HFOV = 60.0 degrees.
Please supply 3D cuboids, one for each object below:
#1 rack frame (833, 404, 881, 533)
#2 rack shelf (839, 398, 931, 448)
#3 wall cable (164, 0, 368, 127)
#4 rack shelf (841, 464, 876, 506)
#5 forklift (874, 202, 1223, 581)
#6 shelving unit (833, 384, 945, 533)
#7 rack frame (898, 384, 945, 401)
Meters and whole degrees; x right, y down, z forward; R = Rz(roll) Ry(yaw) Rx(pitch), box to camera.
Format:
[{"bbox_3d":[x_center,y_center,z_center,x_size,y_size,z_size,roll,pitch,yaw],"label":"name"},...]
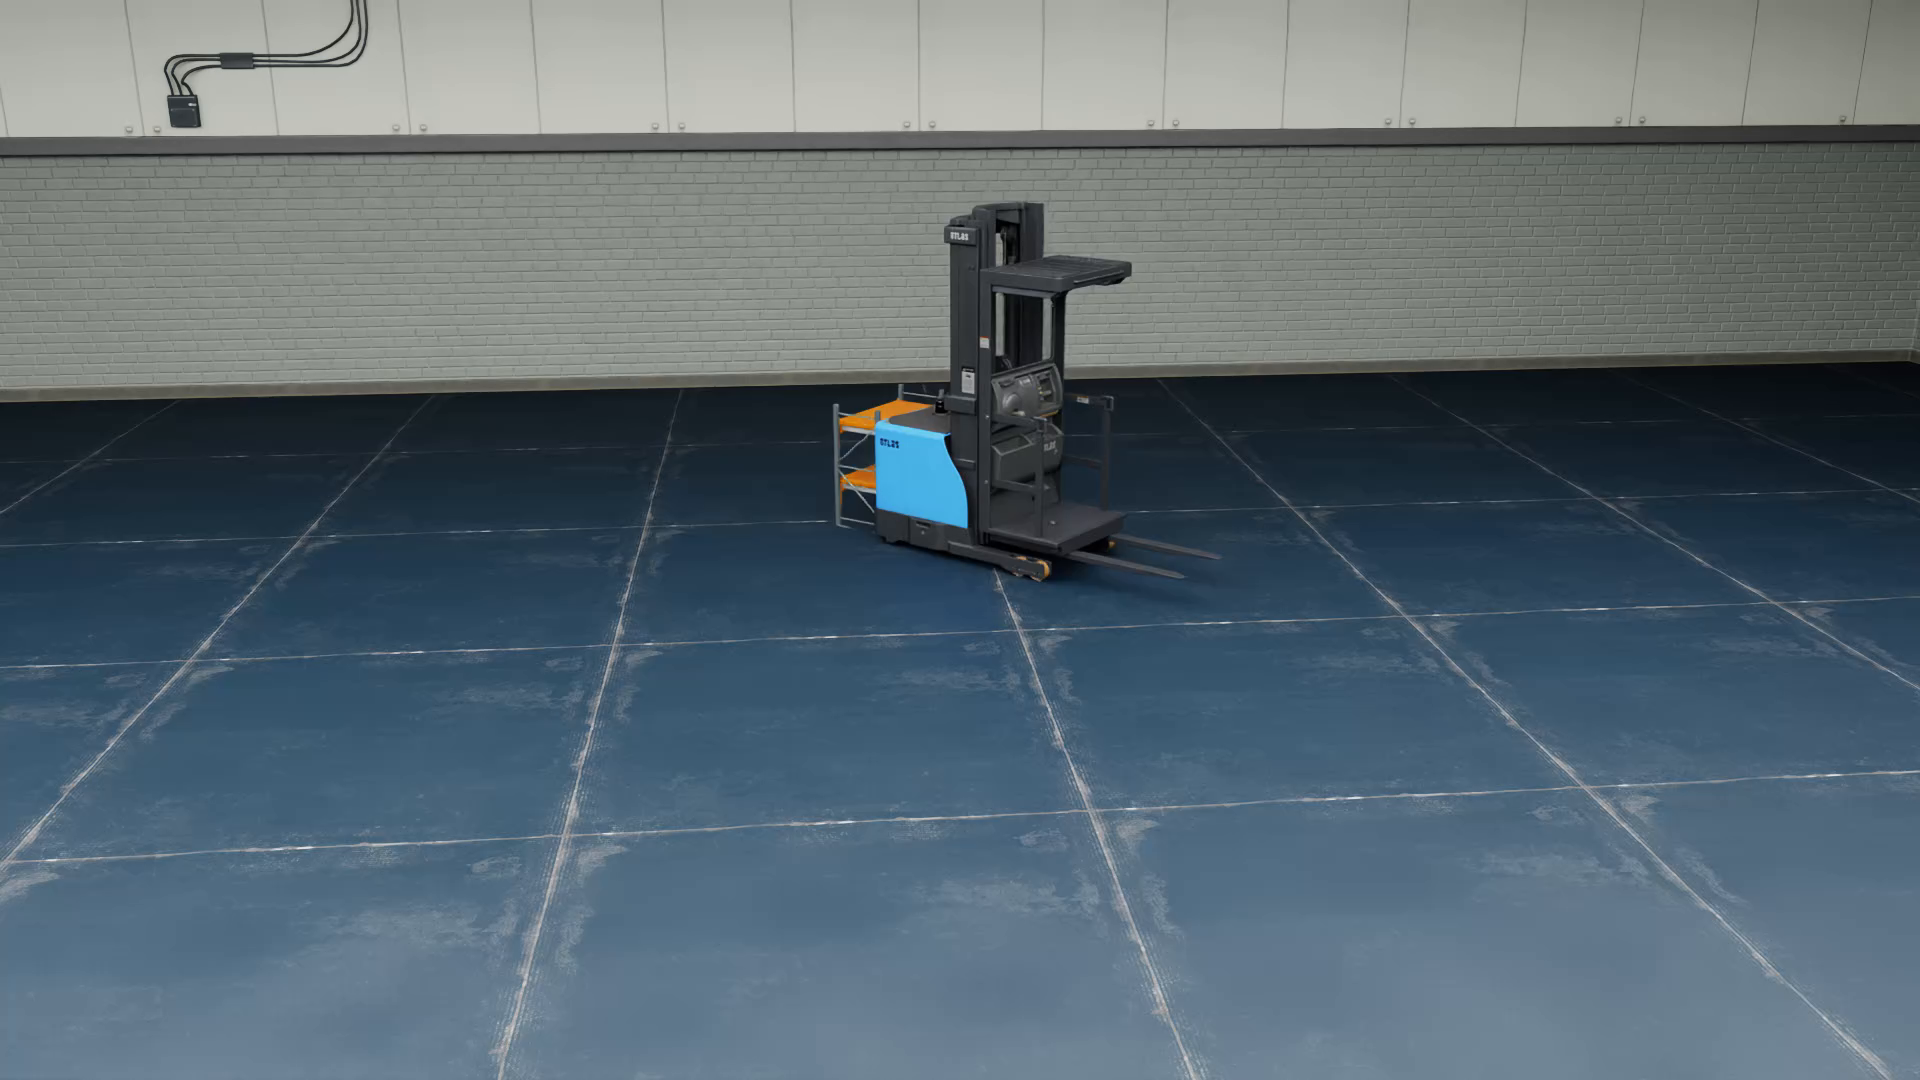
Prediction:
[{"bbox_3d":[-0.908,-0.631,14.809,0.500,1.125,0.032,11,20,31],"label":"rack frame"},{"bbox_3d":[-0.634,-1.038,15.130,0.538,0.278,1.000,11,20,31],"label":"rack shelf"},{"bbox_3d":[-7.940,-7.665,18.390,2.305,6.003,0.169,-2,18,-6],"label":"wall cable"},{"bbox_3d":[-0.634,-0.526,15.291,0.538,0.278,1.000,11,20,31],"label":"rack shelf"},{"bbox_3d":[0.728,-1.241,13.738,3.031,2.935,1.130,13,22,35],"label":"forklift"},{"bbox_3d":[-0.634,-0.759,15.217,0.538,1.125,1.048,11,20,31],"label":"shelving unit"},{"bbox_3d":[-0.359,-0.887,15.626,0.500,1.125,0.032,11,20,31],"label":"rack frame"}]
